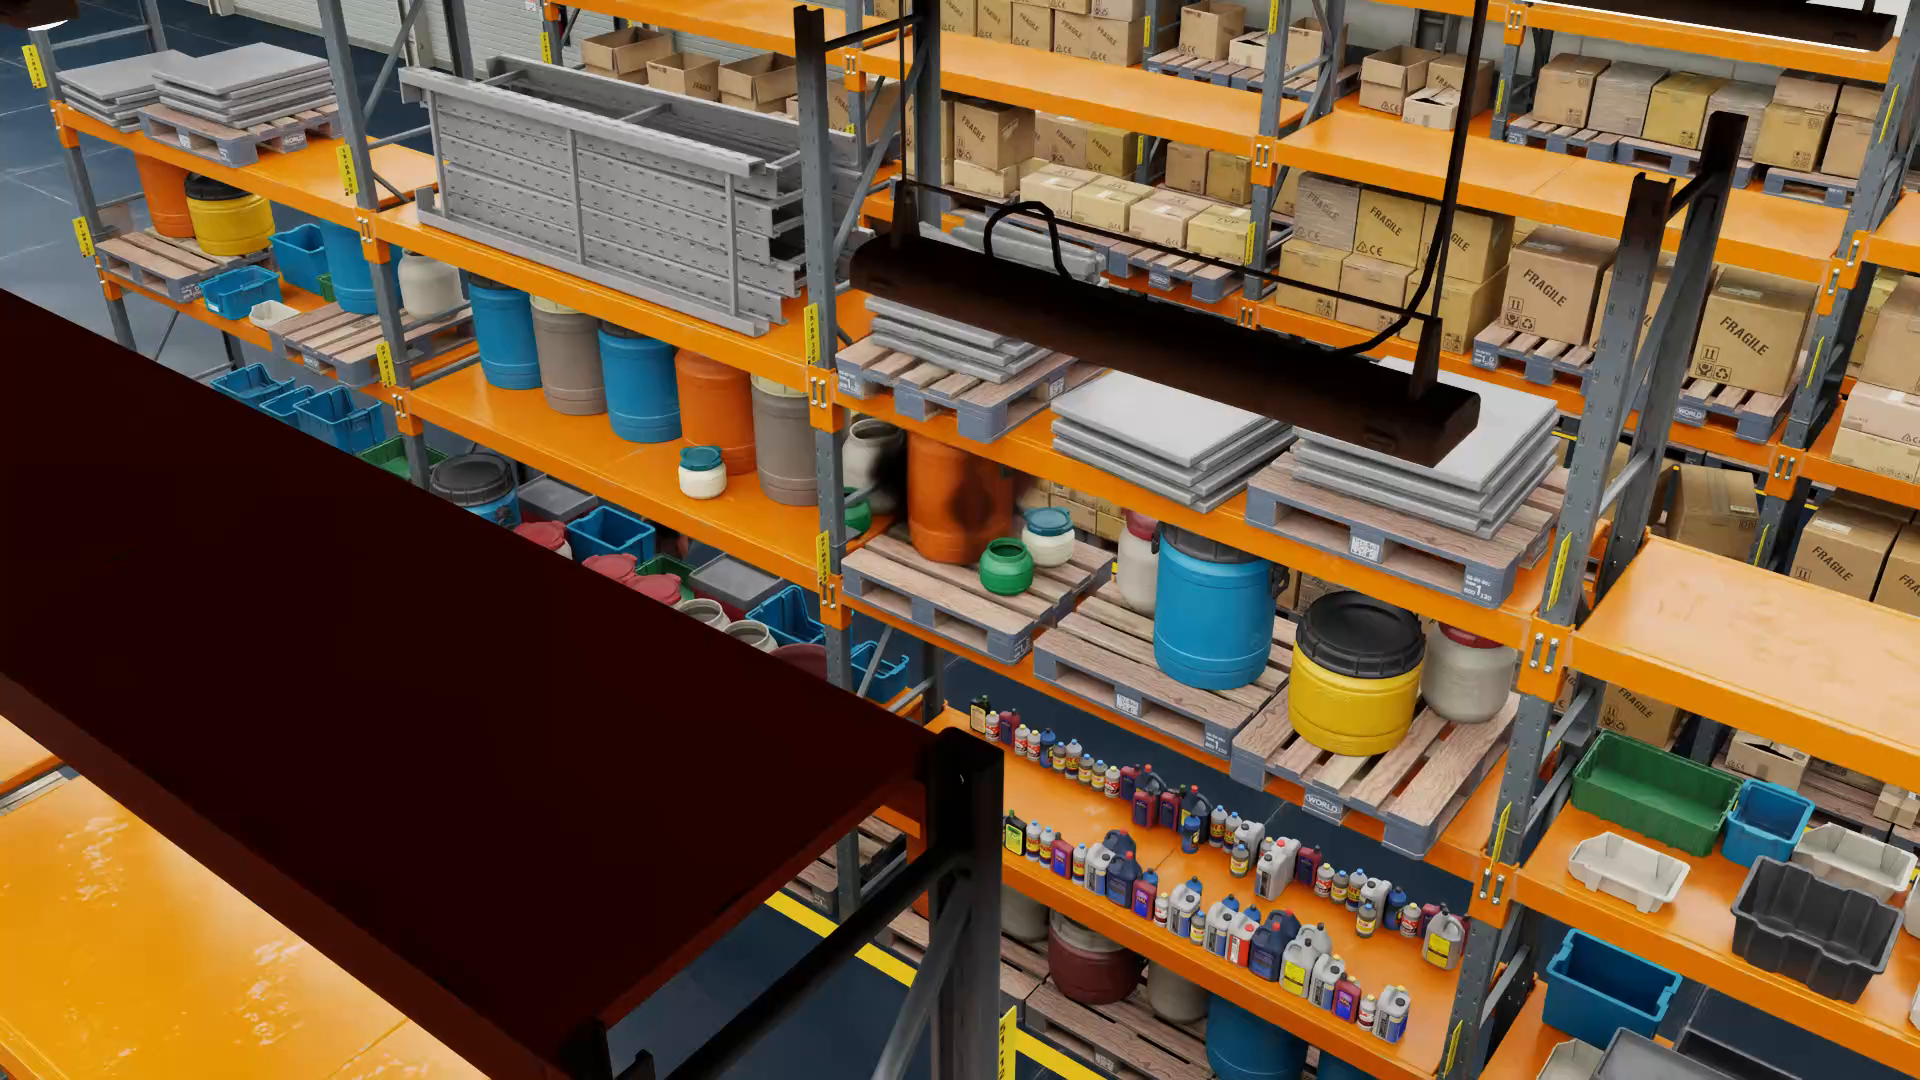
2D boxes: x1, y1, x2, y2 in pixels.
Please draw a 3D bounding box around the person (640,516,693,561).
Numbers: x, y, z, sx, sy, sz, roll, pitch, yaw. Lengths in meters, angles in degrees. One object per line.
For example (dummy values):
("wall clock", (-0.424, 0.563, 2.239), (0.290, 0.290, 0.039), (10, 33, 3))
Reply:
("person", (-2.443, -0.081, 13.757), (0.529, 1.725, 0.653), (-15, 35, -23))
